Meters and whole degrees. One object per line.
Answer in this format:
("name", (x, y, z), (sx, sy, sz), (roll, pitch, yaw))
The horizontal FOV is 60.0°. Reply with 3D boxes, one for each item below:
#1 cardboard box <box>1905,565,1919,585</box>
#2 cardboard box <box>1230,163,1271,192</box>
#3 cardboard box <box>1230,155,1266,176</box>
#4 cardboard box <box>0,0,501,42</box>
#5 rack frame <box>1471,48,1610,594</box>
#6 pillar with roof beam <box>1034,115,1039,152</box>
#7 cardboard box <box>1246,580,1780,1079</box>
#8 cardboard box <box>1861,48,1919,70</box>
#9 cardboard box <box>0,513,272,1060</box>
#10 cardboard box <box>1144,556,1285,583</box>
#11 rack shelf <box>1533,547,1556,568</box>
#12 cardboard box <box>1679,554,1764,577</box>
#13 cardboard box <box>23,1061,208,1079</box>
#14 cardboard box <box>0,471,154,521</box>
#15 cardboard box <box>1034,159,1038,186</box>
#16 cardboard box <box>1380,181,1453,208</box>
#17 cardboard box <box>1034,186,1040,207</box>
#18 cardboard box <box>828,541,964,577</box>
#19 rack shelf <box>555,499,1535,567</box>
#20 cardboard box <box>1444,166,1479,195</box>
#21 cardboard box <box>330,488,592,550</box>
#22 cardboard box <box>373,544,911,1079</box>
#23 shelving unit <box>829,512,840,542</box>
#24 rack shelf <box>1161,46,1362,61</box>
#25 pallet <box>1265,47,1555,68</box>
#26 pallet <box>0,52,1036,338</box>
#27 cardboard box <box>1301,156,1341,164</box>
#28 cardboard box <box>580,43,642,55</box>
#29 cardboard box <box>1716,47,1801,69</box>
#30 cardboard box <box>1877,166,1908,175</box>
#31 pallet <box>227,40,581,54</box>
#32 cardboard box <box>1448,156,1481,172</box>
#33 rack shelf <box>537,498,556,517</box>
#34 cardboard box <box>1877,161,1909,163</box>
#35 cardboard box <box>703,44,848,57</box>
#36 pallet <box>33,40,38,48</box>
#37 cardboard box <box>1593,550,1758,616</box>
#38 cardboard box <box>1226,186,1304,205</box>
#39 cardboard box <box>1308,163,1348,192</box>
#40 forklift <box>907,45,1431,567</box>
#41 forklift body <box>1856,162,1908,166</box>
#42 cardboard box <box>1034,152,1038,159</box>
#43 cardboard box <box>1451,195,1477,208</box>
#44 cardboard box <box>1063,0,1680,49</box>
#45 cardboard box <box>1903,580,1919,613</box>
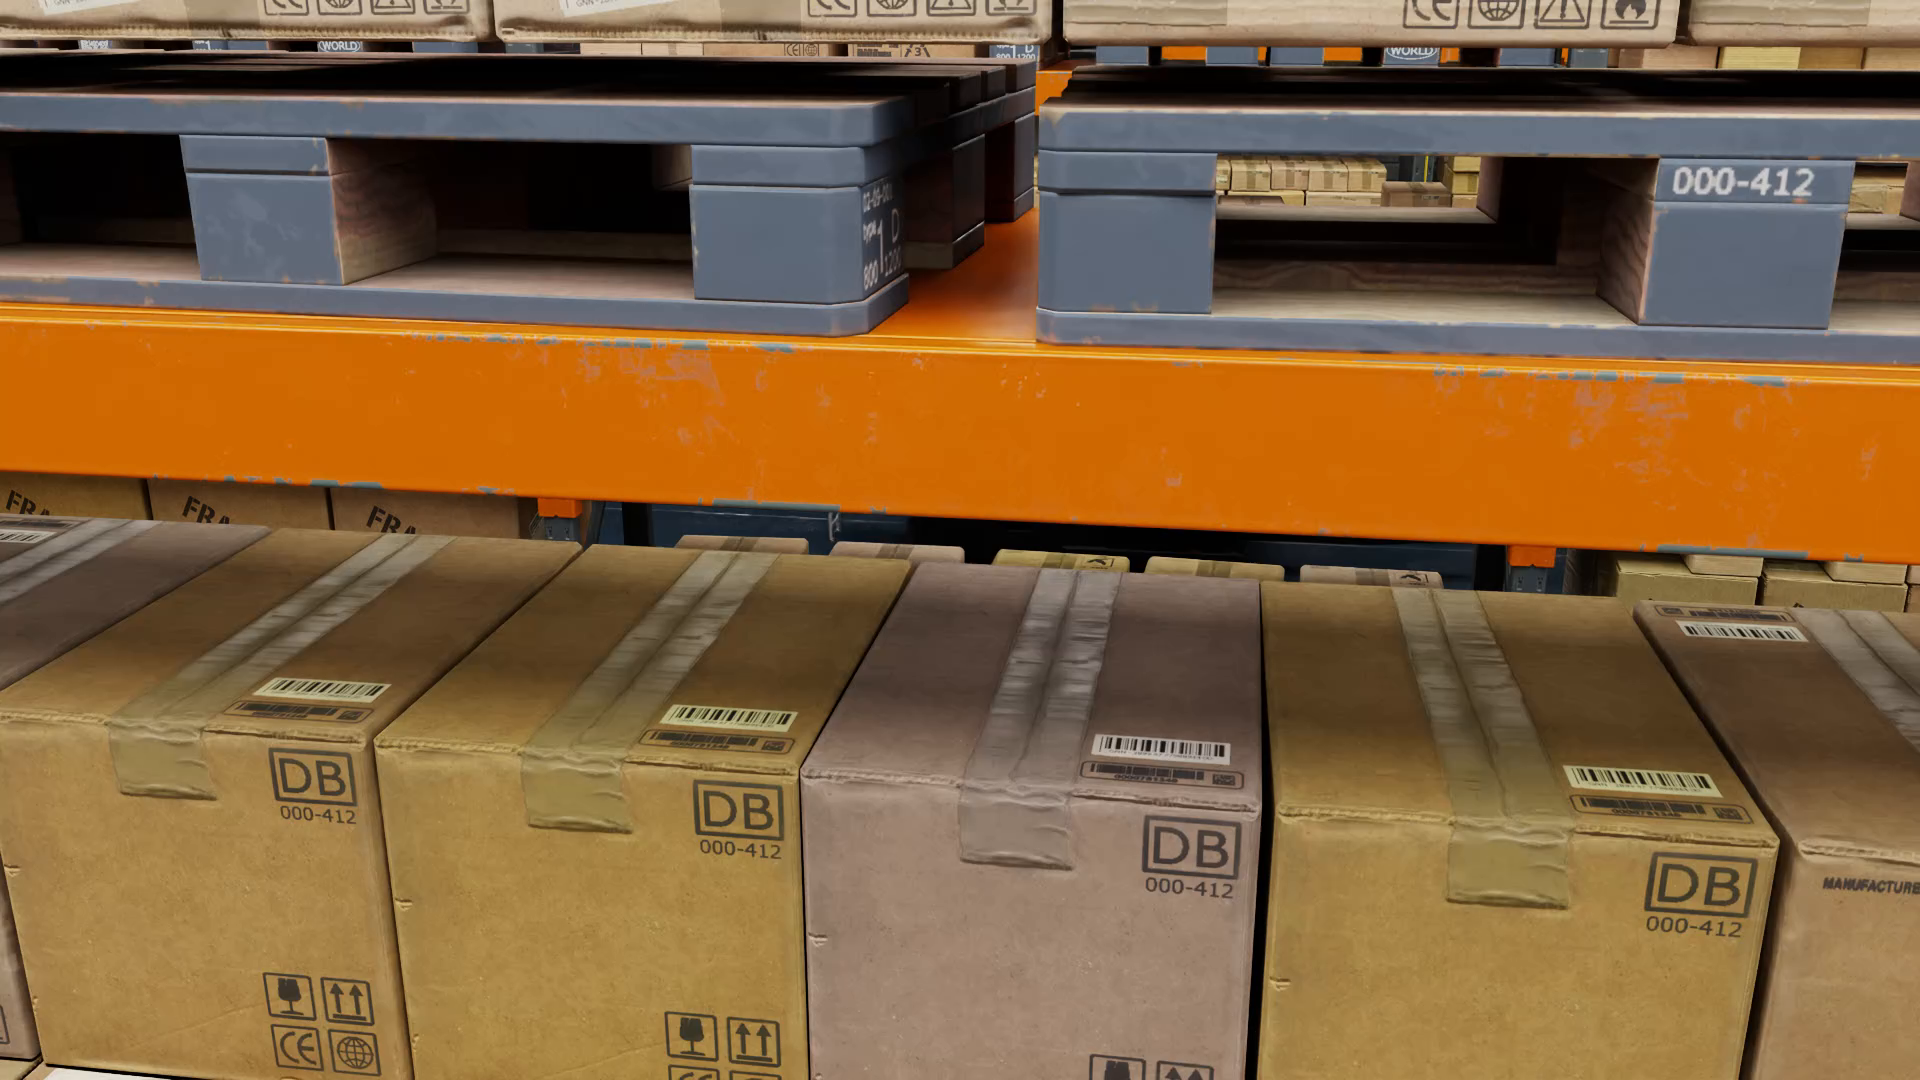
("cardboard box", (3.739, 0.047, 6.404), (0.250, 0.149, 0.380), (4, 19, 12))
("cardboard box", (1.951, -2.438, 11.182), (0.250, 0.149, 0.380), (2, 19, 7))
("cardboard box", (2.023, -2.616, 11.716), (0.250, 0.149, 0.380), (3, 19, 8))
("cardboard box", (-0.642, -0.688, 1.726), (0.500, 0.311, 0.500), (3, 19, 8))
("rack frame", (2.311, -0.572, 6.786), (0.127, 3.000, 1.000), (3, 19, 9))
("pillar with roof beam", (-0.107, -4.042, 7.701), (0.400, 9.000, 9.100), (3, 19, 9))
("cardboard box", (0.627, 0.414, 2.106), (0.500, 0.500, 0.700), (3, 19, 8))
("cardboard box", (3.333, -1.749, 5.973), (0.250, 0.149, 0.380), (3, 19, 10))
("cardboard box", (-1.382, 0.312, 2.411), (0.500, 0.500, 0.700), (3, 19, 8))
("cardboard box", (1.083, 0.414, 7.318), (0.625, 0.372, 0.950), (4, 19, 12))
("rack shelf", (4.286, -0.130, 6.599), (4.000, 0.370, 1.077), (3, 19, 9))
("cardboard box", (2.965, 0.009, 6.517), (0.250, 0.149, 0.380), (3, 19, 9))
("cardboard box", (-0.923, 0.892, 2.251), (0.500, 0.500, 0.500), (3, 19, 9))
("cardboard box", (-4.069, -0.117, 8.113), (0.875, 0.875, 0.875), (3, 19, 10))
("cardboard box", (0.448, -2.545, 11.502), (0.250, 0.149, 0.380), (3, 19, 9))
("cardboard box", (1.903, -1.402, 6.955), (0.250, 0.149, 0.380), (3, 19, 8))
("cardboard box", (0.553, -2.338, 11.513), (0.500, 0.250, 0.500), (2, 19, 7))
("cardboard box", (-0.352, 0.340, 7.540), (0.625, 0.372, 0.950), (3, 19, 8))
("rack shelf", (0.337, -0.332, 7.201), (4.000, 0.370, 1.077), (3, 19, 9))
("cardboard box", (3.368, -2.384, 11.021), (0.250, 0.149, 0.380), (3, 19, 8))
("cardboard box", (-2.307, -0.026, 7.840), (0.875, 0.875, 0.875), (3, 19, 8))
("cardboard box", (-0.371, 0.362, 2.260), (0.500, 0.500, 0.700), (3, 19, 8))
("shelving unit", (-0.504, -0.588, 9.670), (0.503, 1.200, 0.258), (2, 19, 6))
("rack shelf", (1.120, -3.309, 11.373), (4.000, 0.370, 1.077), (3, 19, 9))
("pallet", (1.719, -1.970, 6.532), (1.003, 0.211, 1.213), (3, 19, 9))
("pallet", (-0.575, -0.479, 2.079), (1.213, 0.211, 1.003), (4, 19, 11))
("cardboard box", (2.525, -2.597, 11.658), (0.250, 0.149, 0.380), (2, 19, 7))
("cardboard box", (-1.354, -2.008, 6.745), (0.250, 0.149, 0.380), (3, 19, 9))
("cardboard box", (2.829, -1.752, 5.979), (0.250, 0.149, 0.380), (3, 19, 9))
("cardboard box", (3.704, -1.078, 6.097), (0.500, 0.500, 0.700), (3, 19, 7))
("pallet", (-2.282, -2.122, 6.989), (1.003, 0.211, 1.213), (4, 19, 11))
("cardboard box", (3.363, -2.515, 10.942), (0.250, 0.149, 0.380), (3, 19, 10))
("rack shelf", (-3.613, -0.533, 7.802), (4.000, 0.370, 1.077), (3, 19, 9))
("cardboard box", (5.912, -2.417, 10.652), (0.250, 0.149, 0.380), (3, 19, 9))
("cardboard box", (-0.704, -2.193, 6.744), (0.500, 0.500, 0.700), (3, 19, 9))
("pallet", (-4.674, -2.276, 7.452), (1.217, 0.209, 0.805), (2, 19, 6))
("cardboard box", (2.851, 0.291, 6.695), (0.500, 0.500, 0.500), (4, 19, 11))
("cardboard box", (2.061, -2.262, 11.284), (0.500, 0.250, 0.500), (2, 19, 7))
("cardboard box", (2.465, -2.437, 11.181), (0.250, 0.149, 0.380), (3, 19, 8))
("forklift", (1.258, -1.343, 9.198), (3.031, 2.935, 1.130), (2, 19, 6))
("forklift body", (4.883, -1.047, 9.544), (1.214, 2.155, 2.313), (3, 19, 9))
("cardboard box", (0.520, -2.692, 11.943), (0.250, 0.149, 0.380), (3, 19, 8))
("cardboard box", (3.492, -2.071, 11.107), (0.500, 0.500, 0.500), (2, 19, 7))
("cardboard box", (0.372, -0.607, 1.581), (0.500, 0.250, 0.500), (3, 19, 8))
("cardboard box", (3.893, 0.341, 6.546), (0.500, 0.500, 0.500), (4, 19, 12))
